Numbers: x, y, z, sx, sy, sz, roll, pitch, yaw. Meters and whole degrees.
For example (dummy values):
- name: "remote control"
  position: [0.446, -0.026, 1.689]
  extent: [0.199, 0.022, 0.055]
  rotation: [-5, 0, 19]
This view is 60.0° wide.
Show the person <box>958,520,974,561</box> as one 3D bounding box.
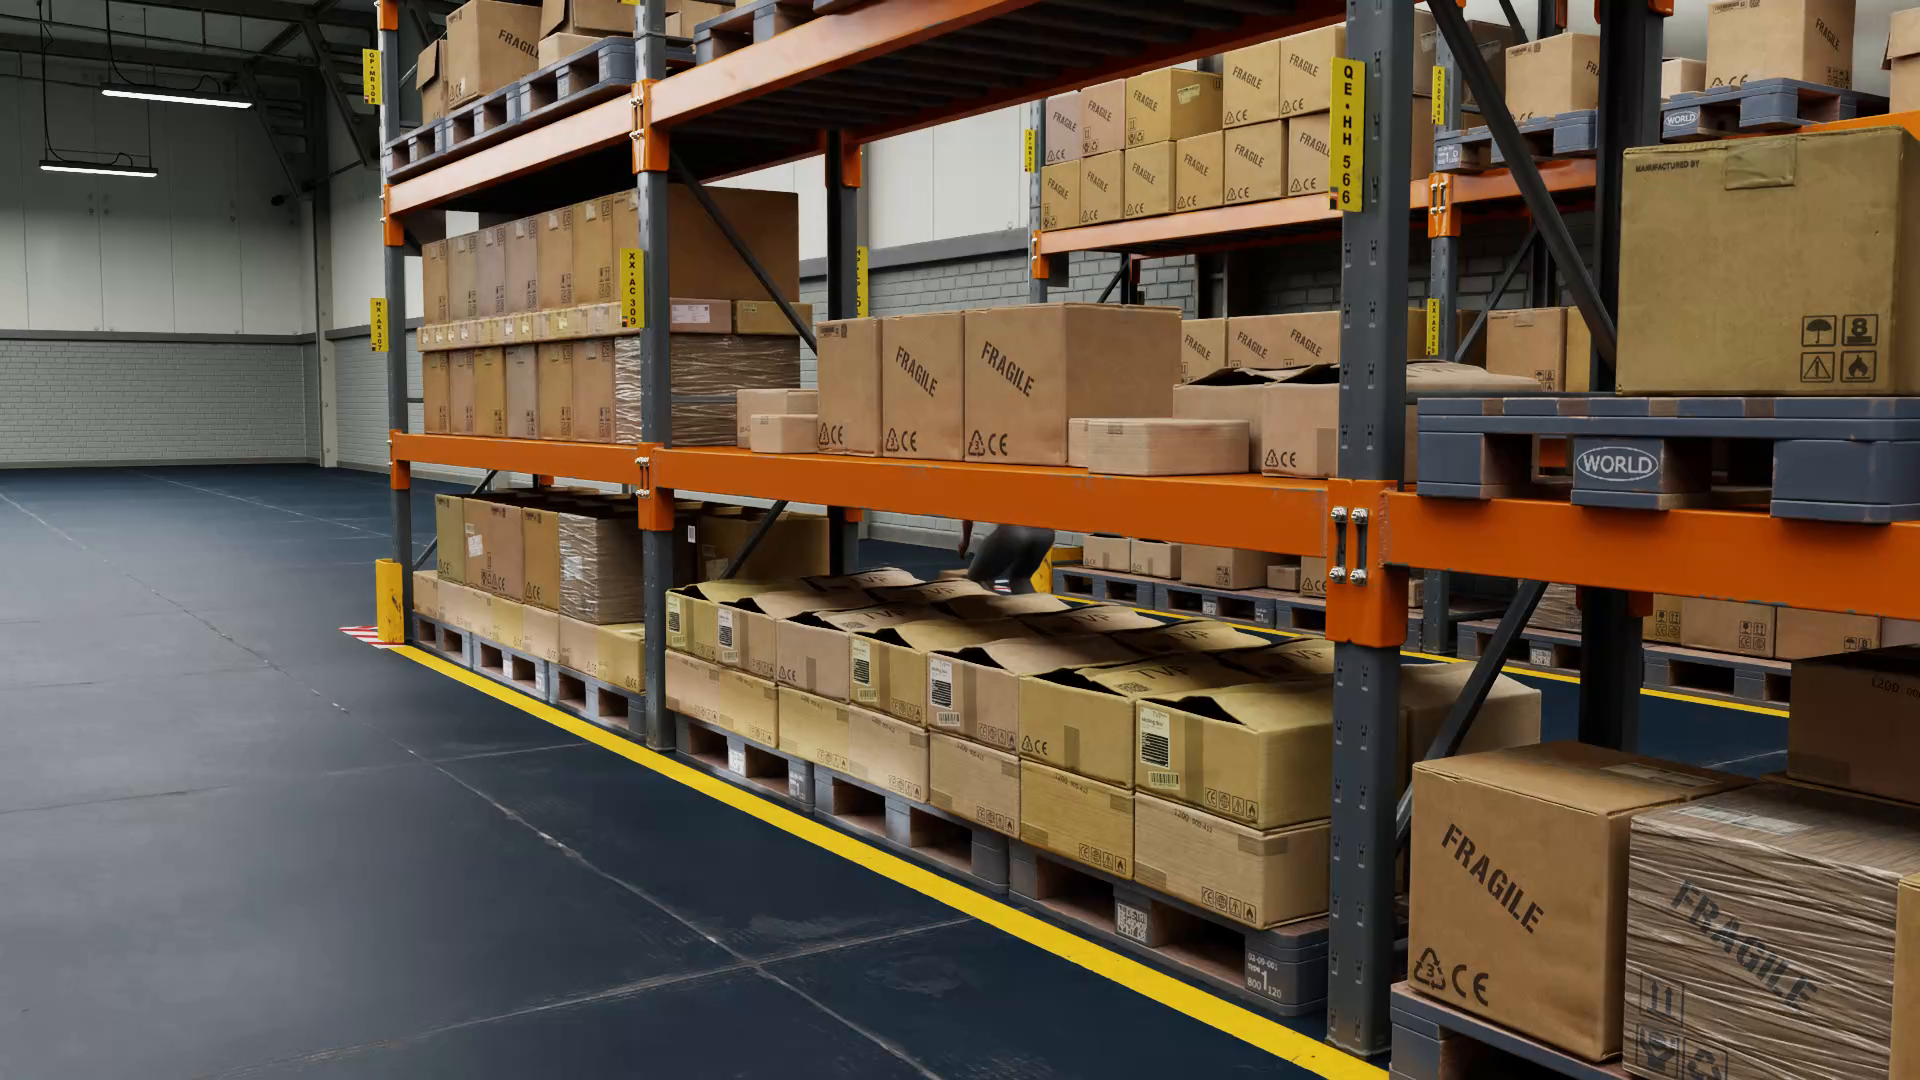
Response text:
- name: "person"
  position: [0.234, -0.028, 9.964]
  extent: [0.494, 1.417, 0.499]
  rotation: [-3, 6, -33]
